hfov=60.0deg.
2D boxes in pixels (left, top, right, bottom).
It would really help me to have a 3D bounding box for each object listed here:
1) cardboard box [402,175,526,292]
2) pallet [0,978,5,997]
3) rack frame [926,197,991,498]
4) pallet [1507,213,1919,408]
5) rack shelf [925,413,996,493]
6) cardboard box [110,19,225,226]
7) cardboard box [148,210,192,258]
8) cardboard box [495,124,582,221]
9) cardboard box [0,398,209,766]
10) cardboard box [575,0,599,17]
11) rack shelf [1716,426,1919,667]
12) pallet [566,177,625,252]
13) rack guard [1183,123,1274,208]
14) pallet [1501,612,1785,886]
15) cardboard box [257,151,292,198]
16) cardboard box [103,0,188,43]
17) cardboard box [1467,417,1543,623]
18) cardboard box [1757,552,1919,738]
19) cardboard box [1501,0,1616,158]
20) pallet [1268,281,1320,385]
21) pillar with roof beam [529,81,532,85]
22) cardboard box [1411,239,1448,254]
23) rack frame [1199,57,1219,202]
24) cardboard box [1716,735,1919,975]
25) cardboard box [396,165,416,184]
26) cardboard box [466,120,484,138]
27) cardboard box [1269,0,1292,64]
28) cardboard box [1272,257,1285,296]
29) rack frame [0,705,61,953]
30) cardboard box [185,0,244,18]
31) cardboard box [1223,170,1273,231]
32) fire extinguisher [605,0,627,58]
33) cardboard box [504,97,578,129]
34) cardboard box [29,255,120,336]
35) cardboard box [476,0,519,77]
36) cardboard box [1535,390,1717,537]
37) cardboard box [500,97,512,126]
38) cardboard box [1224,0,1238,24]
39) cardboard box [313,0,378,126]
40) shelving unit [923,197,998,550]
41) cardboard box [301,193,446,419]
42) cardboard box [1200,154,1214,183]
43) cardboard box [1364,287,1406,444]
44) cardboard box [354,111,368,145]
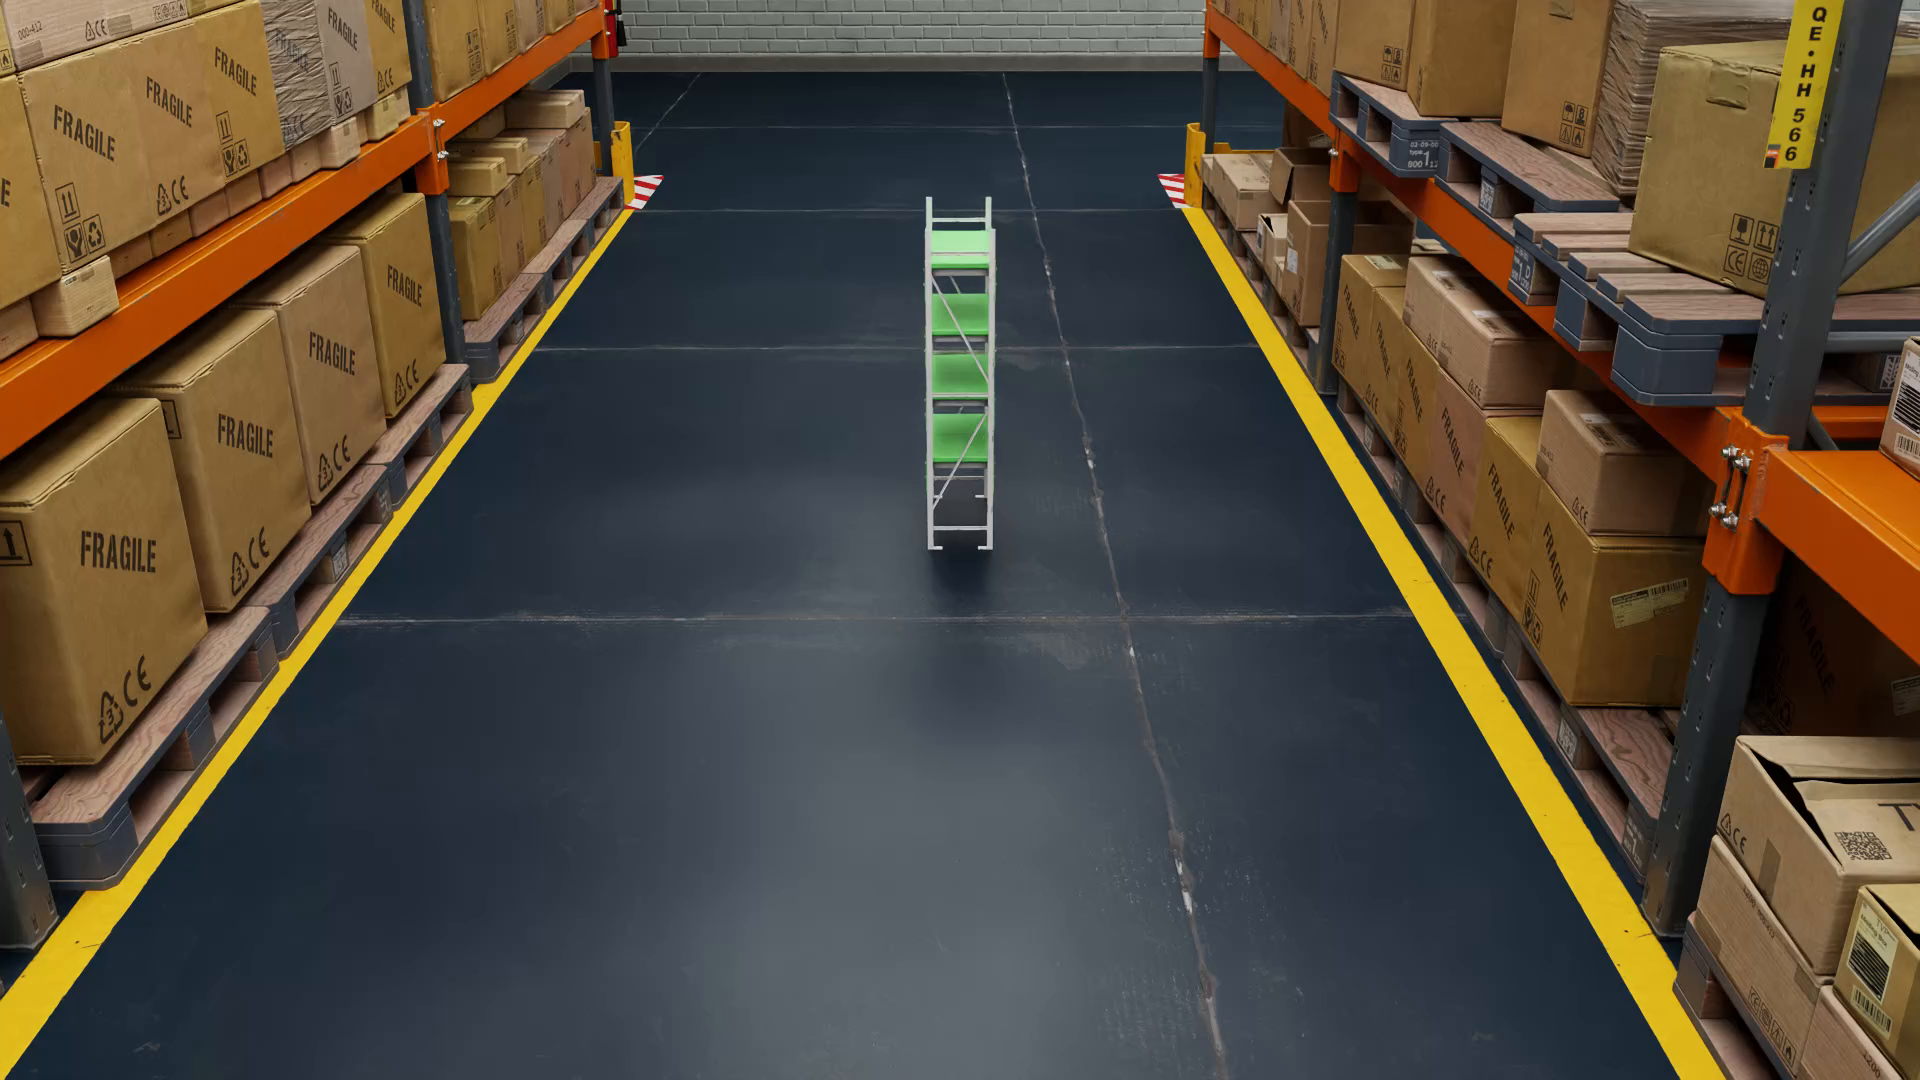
[{"bbox_3d":[-2.694,-1.605,8.681,0.700,0.500,0.500,0,24,-1],"label":"cardboard box"},{"bbox_3d":[-2.735,1.204,3.331,1.003,0.211,1.213,0,24,-1],"label":"pallet"},{"bbox_3d":[-0.004,-0.715,6.376,0.240,1.200,0.015,0,24,-1],"label":"rack frame"},{"bbox_3d":[2.133,-0.604,4.177,1.213,0.211,1.003,0,24,-1],"label":"pallet"},{"bbox_3d":[-0.002,-0.338,6.279,0.258,0.148,0.480,0,24,-1],"label":"rack shelf"},{"bbox_3d":[-2.492,-1.200,4.757,0.500,0.500,0.500,0,24,-1],"label":"cardboard box"},{"bbox_3d":[-2.556,-0.950,4.990,0.380,0.149,0.250,0,24,0],"label":"cardboard box"},{"bbox_3d":[-2.716,-2.243,10.093,0.700,0.500,0.500,0,24,-1],"label":"cardboard box"},{"bbox_3d":[-2.619,0.096,4.496,0.750,0.750,0.750,-1,24,-1],"label":"cardboard box"},{"bbox_3d":[-2.814,-3.611,10.231,0.980,0.700,0.700,1,24,2],"label":"cardboard box"},{"bbox_3d":[2.233,0.740,1.847,1.077,0.370,4.000,0,24,-1],"label":"rack shelf"},{"bbox_3d":[-2.743,-2.085,10.604,1.003,0.211,1.213,0,24,-1],"label":"pallet"},{"bbox_3d":[2.125,-2.538,11.256,1.175,0.500,0.348,0,24,-1],"label":"rack guard"},{"bbox_3d":[2.241,0.551,4.776,1.003,0.211,1.213,0,24,-1],"label":"pallet"},{"bbox_3d":[-2.529,-1.269,5.697,0.380,0.149,0.250,-1,24,-2],"label":"cardboard box"},{"bbox_3d":[-2.505,-1.536,4.589,0.500,0.250,0.500,0,24,0],"label":"cardboard box"},{"bbox_3d":[1.961,-0.071,5.267,0.500,0.500,0.500,-1,24,-2],"label":"cardboard box"},{"bbox_3d":[2.492,0.338,4.363,0.500,0.500,0.500,1,24,2],"label":"cardboard box"},{"bbox_3d":[2.248,-1.569,5.449,0.700,0.500,0.500,-6,25,-14],"label":"cardboard box"},{"bbox_3d":[2.161,-1.073,8.366,1.003,0.211,1.213,0,24,-1],"label":"pallet"},{"bbox_3d":[0.581,-7.546,12.015,9.100,9.000,0.400,0,24,-1],"label":"pillar with roof beam"},{"bbox_3d":[2.360,-1.500,8.831,0.380,0.166,0.250,0,24,-1],"label":"cardboard box"},{"bbox_3d":[2.124,-3.709,10.810,1.000,3.000,0.127,0,24,-1],"label":"rack frame"},{"bbox_3d":[1.923,0.611,3.405,0.500,0.311,0.500,1,24,1],"label":"cardboard box"},{"bbox_3d":[-2.900,-1.958,8.676,0.380,0.149,0.250,-1,24,-2],"label":"cardboard box"},{"bbox_3d":[-2.908,-2.273,9.372,0.380,0.149,0.250,0,24,0],"label":"cardboard box"},{"bbox_3d":[1.890,-2.735,8.535,0.500,0.500,0.500,0,24,1],"label":"cardboard box"},{"bbox_3d":[1.813,-1.350,8.520,0.380,0.149,0.250,0,24,-1],"label":"cardboard box"},{"bbox_3d":[-2.742,-0.388,3.468,1.000,3.000,0.127,0,24,-1],"label":"rack frame"},{"bbox_3d":[-2.517,-1.746,5.054,0.500,0.250,0.500,-1,24,-2],"label":"cardboard box"},{"bbox_3d":[1.857,-2.019,9.876,0.500,0.250,0.500,0,24,-1],"label":"cardboard box"},{"bbox_3d":[-2.370,-3.544,10.992,0.296,0.674,0.183,0,24,-1],"label":"fire extinguisher"},{"bbox_3d":[-2.535,-2.587,10.067,0.380,0.149,0.250,0,24,1],"label":"cardboard box"},{"bbox_3d":[-2.427,-0.633,4.291,0.380,0.149,0.250,0,24,1],"label":"cardboard box"},{"bbox_3d":[-2.778,-2.698,8.210,0.980,0.700,0.700,-1,24,-2],"label":"cardboard box"},{"bbox_3d":[1.961,-0.223,4.692,0.500,0.250,0.500,1,24,1],"label":"cardboard box"},{"bbox_3d":[-2.917,-2.587,10.066,0.380,0.149,0.250,0,24,0],"label":"cardboard box"},{"bbox_3d":[1.876,-3.358,9.912,0.500,0.500,0.500,0,24,-1],"label":"cardboard box"},{"bbox_3d":[-2.513,-1.827,6.144,0.500,0.500,0.500,0,24,0],"label":"cardboard box"},{"bbox_3d":[-0.002,-0.615,6.154,0.258,1.200,0.503,0,24,-1],"label":"shelving unit"},{"bbox_3d":[-2.649,-0.981,6.878,0.750,0.750,0.750,0,24,0],"label":"cardboard box"},{"bbox_3d":[1.785,-2.436,10.922,0.380,0.149,0.250,0,24,-1],"label":"cardboard box"},{"bbox_3d":[1.946,-0.702,6.661,0.500,0.500,0.500,0,24,0],"label":"cardboard box"},{"bbox_3d":[-2.515,-1.582,6.389,0.380,0.149,0.250,0,24,1],"label":"cardboard box"}]
